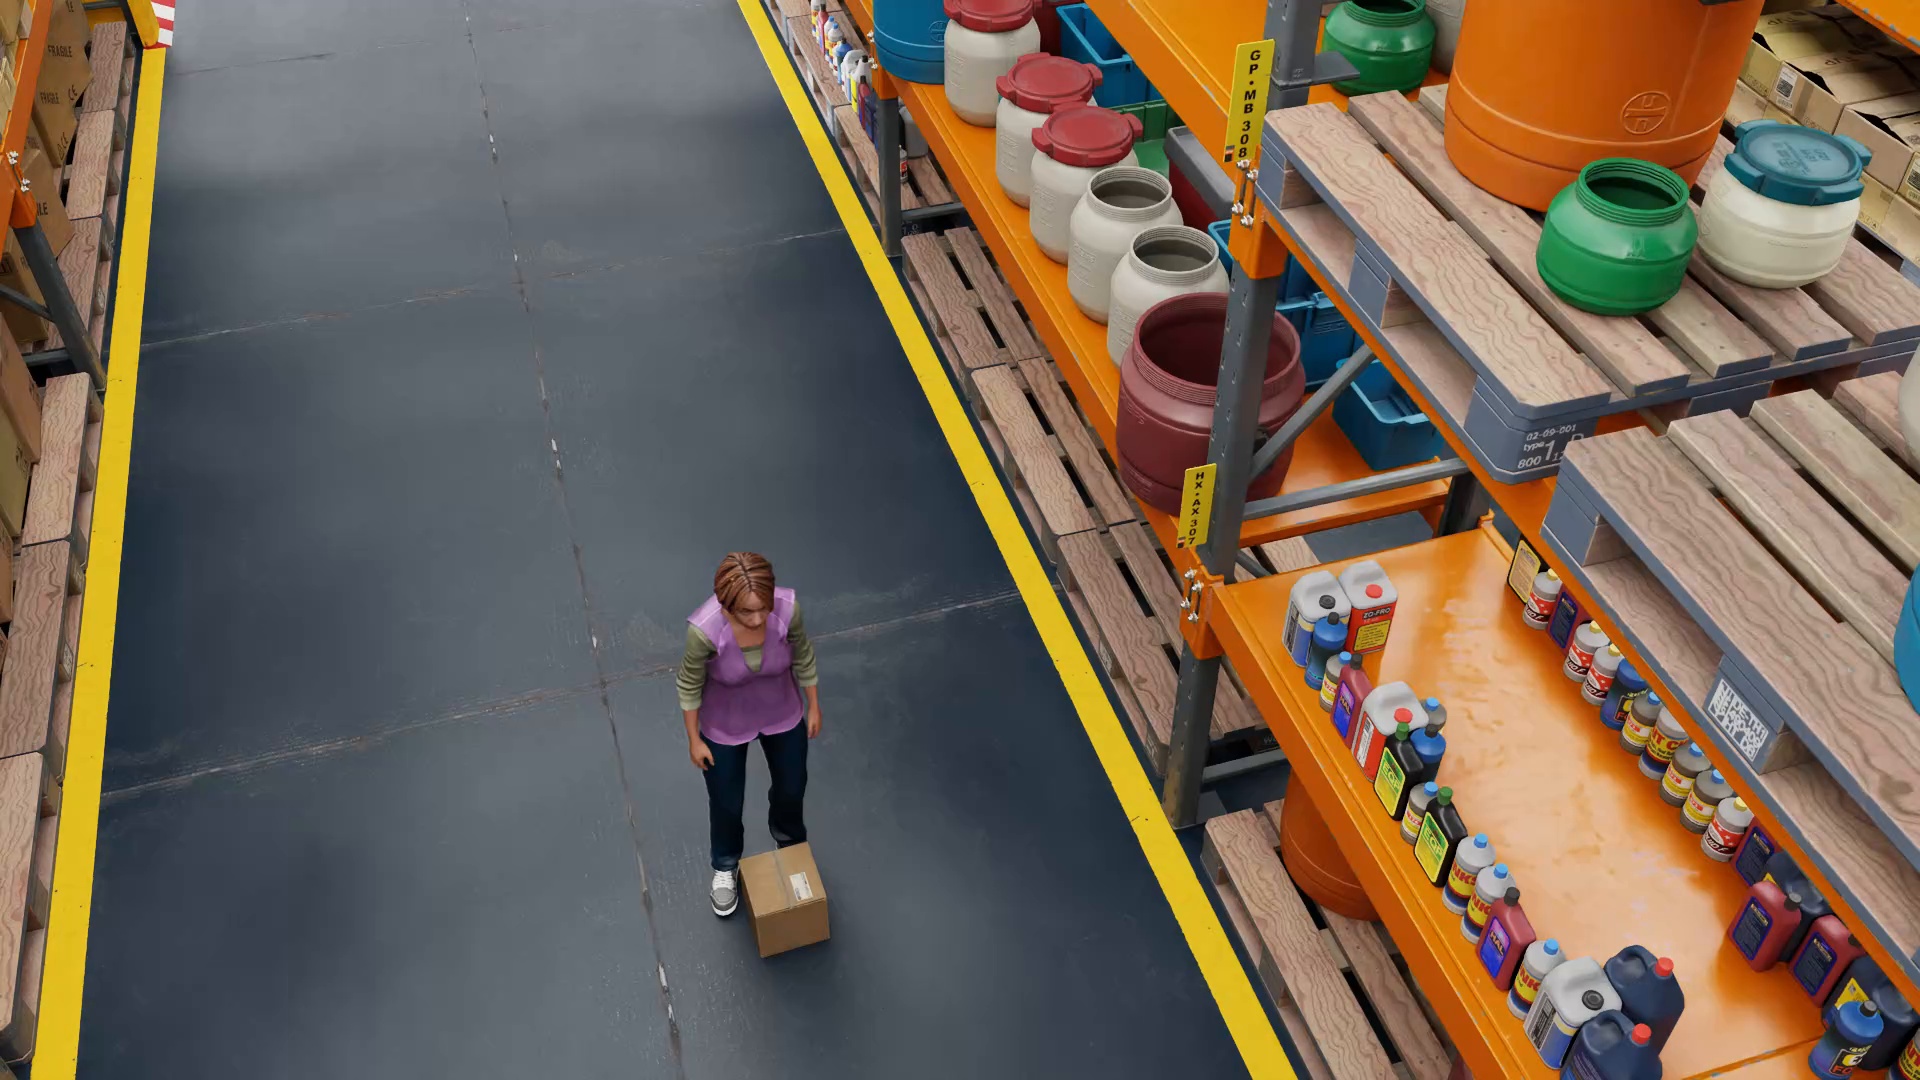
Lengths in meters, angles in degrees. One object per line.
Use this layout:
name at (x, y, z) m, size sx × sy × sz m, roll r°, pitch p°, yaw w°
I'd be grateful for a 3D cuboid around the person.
person at (-0.688, 0.610, 5.511) m, size 0.484 × 1.593 × 0.345 m, roll -15°, pitch 45°, yaw -15°
